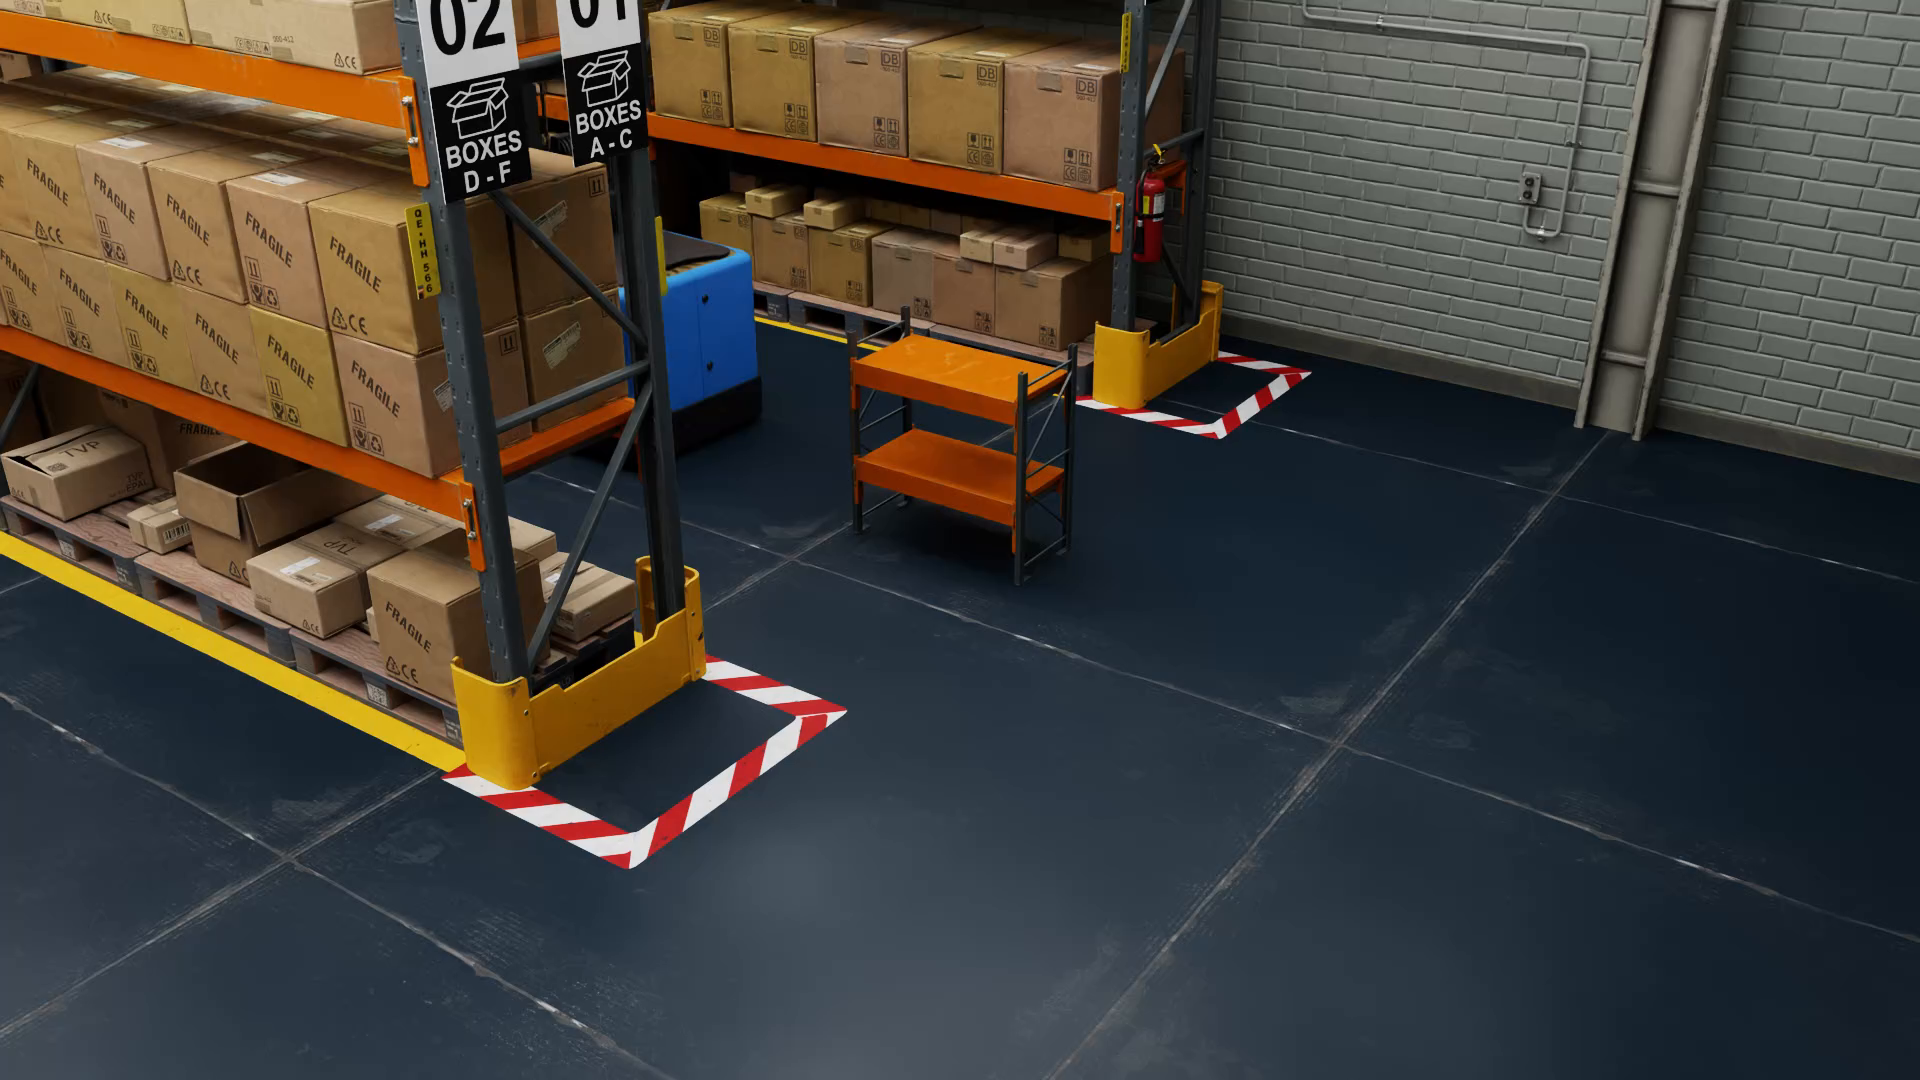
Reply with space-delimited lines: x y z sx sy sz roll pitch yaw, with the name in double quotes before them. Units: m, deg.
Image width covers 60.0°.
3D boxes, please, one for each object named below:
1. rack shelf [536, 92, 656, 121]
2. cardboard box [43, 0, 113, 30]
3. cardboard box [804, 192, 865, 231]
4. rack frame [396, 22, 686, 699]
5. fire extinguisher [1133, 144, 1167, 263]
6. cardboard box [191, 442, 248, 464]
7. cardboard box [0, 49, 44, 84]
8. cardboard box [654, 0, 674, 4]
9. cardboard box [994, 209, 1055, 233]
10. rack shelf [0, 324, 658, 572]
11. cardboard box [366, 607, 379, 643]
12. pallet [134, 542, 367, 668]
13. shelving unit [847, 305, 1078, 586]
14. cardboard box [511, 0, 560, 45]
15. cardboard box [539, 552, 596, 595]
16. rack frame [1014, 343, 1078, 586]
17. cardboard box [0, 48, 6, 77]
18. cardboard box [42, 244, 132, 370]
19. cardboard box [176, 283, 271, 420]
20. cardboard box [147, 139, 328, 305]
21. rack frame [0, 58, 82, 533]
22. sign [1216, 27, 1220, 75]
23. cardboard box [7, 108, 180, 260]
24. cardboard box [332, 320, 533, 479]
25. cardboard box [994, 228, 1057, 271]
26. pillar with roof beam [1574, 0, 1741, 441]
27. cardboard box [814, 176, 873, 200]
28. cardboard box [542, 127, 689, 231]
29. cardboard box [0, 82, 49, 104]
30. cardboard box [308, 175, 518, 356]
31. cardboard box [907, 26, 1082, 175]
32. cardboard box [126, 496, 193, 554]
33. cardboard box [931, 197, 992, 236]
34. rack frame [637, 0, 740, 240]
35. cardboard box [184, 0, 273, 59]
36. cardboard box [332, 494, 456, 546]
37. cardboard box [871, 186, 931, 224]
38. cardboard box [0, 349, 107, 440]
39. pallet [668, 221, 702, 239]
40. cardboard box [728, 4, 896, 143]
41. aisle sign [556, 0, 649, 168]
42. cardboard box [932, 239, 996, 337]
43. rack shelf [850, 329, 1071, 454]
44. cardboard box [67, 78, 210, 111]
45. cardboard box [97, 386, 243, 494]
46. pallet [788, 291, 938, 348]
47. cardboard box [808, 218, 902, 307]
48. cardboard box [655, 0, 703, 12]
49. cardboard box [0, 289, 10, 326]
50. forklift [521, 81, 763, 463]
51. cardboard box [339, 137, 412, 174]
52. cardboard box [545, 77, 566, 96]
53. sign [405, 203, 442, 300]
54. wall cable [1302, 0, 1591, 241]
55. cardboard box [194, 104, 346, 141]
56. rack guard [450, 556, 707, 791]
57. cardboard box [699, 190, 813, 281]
"rack shelf" -3.682 -3.623 13.356 4.000 0.370 1.077 17 32 30
"cardboard box" -3.339 -2.244 6.711 0.500 0.250 0.500 17 32 30
"cardboard box" -0.866 -2.272 11.485 0.250 0.149 0.380 16 31 29
"rack frame" -1.538 -0.550 6.524 0.127 3.000 1.000 17 32 30
"fire extinguisher" 1.126 -1.991 9.852 0.183 0.674 0.296 17 32 30
"cardboard box" -3.587 -0.342 8.595 0.500 0.311 0.500 17 32 30
"cardboard box" -9.506 -4.818 17.182 0.500 0.500 0.500 15 30 27
"cardboard box" -2.266 -4.166 12.342 0.500 0.250 0.500 18 32 32
"cardboard box" 0.428 -2.080 11.108 0.250 0.149 0.380 17 32 30
"rack shelf" -3.187 -0.743 7.696 4.000 0.370 1.077 17 32 30
"cardboard box" -2.409 0.331 7.431 0.250 0.166 0.380 17 32 30
"pallet" -3.260 0.155 8.213 1.213 0.211 1.003 17 32 30
"shelving unit" 0.006 -0.500 8.491 1.048 1.125 0.538 17 32 30
"cardboard box" -1.818 -2.047 6.324 0.500 0.250 0.500 17 32 30
"cardboard box" -1.895 0.216 7.657 0.250 0.166 0.380 17 32 30
"rack frame" 0.425 -0.369 8.235 0.032 1.125 0.500 17 32 30
"cardboard box" -10.360 -5.029 17.596 0.500 0.500 0.700 15 31 27
"cardboard box" -3.735 -1.130 7.552 0.500 0.500 0.500 17 32 30
"cardboard box" -2.899 -0.870 7.042 0.500 0.500 0.500 18 32 31
"cardboard box" -2.908 -1.313 6.810 0.500 0.500 0.500 18 32 32
"rack frame" -4.835 -1.577 8.542 0.127 3.000 1.000 17 32 30
"sign" 1.582 -3.030 10.355 0.005 0.325 0.100 17 32 30
"cardboard box" -3.757 -1.577 7.329 0.500 0.500 0.500 16 31 29
"cardboard box" -2.062 -0.608 6.527 0.500 0.500 0.500 18 32 32
"cardboard box" 0.421 -1.873 10.700 0.250 0.149 0.380 17 31 30
"pillar with roof beam" 1.541 -3.097 4.915 0.400 9.000 9.100 17 32 30
"cardboard box" -0.830 -2.472 11.877 0.250 0.149 0.380 16 31 29
"cardboard box" -2.643 -2.778 12.808 0.750 0.750 0.750 18 32 31
"cardboard box" -4.606 -1.841 7.849 0.500 0.500 0.500 18 32 32
"cardboard box" -2.061 -1.052 6.297 0.500 0.500 0.500 17 32 30
"cardboard box" 0.231 -2.847 10.706 0.700 0.700 0.980 17 32 30
"cardboard box" -3.893 -0.104 8.285 0.250 0.166 0.380 17 32 30
"cardboard box" 0.012 -2.210 11.363 0.250 0.149 0.380 18 32 31
"rack frame" -2.034 -3.430 12.183 0.127 3.000 1.000 17 32 30
"cardboard box" -2.517 -1.986 6.204 0.500 0.250 0.500 17 32 30
"cardboard box" -2.650 -0.023 8.035 0.500 0.250 0.500 17 32 30
"cardboard box" -0.408 -2.341 11.620 0.250 0.149 0.380 17 31 29
"cardboard box" -5.096 -0.875 9.433 0.500 0.500 0.500 16 31 28
"pallet" -2.713 -2.358 13.150 1.213 0.211 1.003 17 32 30
"cardboard box" -0.997 -3.229 11.457 0.700 0.700 0.980 16 31 29
"aisle sign" -1.316 -1.801 6.116 0.004 0.787 0.394 17 32 30
"cardboard box" 0.217 -1.747 11.169 0.500 0.500 0.700 17 32 30
"rack shelf" 0.006 -0.760 8.359 1.000 0.278 0.538 17 32 30
"cardboard box" -3.848 -1.904 7.971 0.500 0.500 0.500 17 31 29
"cardboard box" -4.205 -0.619 8.931 0.500 0.500 0.500 17 32 30
"pallet" -0.442 -1.650 11.760 1.213 0.211 1.003 17 32 30
"cardboard box" -0.641 -2.010 11.686 0.500 0.500 0.700 18 32 31
"cardboard box" -2.270 -3.829 12.506 0.500 0.500 0.500 16 31 29
"cardboard box" -4.570 -1.389 8.062 0.500 0.500 0.500 18 32 32
"forklift" -2.680 -2.265 9.970 3.031 2.935 1.130 19 33 33
"cardboard box" -2.190 -1.384 6.950 0.500 0.500 0.500 18 32 31
"cardboard box" -2.882 -3.448 12.472 0.250 0.149 0.380 18 32 32
"sign" -1.869 -1.005 5.792 0.005 0.325 0.100 17 32 30
"wall cable" 2.854 -2.881 9.983 1.851 1.984 0.084 17 32 30
"cardboard box" -3.019 -1.645 7.462 0.500 0.500 0.500 17 32 30
"rack guard" -1.601 0.544 7.129 0.348 0.500 1.175 17 32 30
"cardboard box" -1.475 -2.273 12.202 0.500 0.500 0.700 18 32 31
